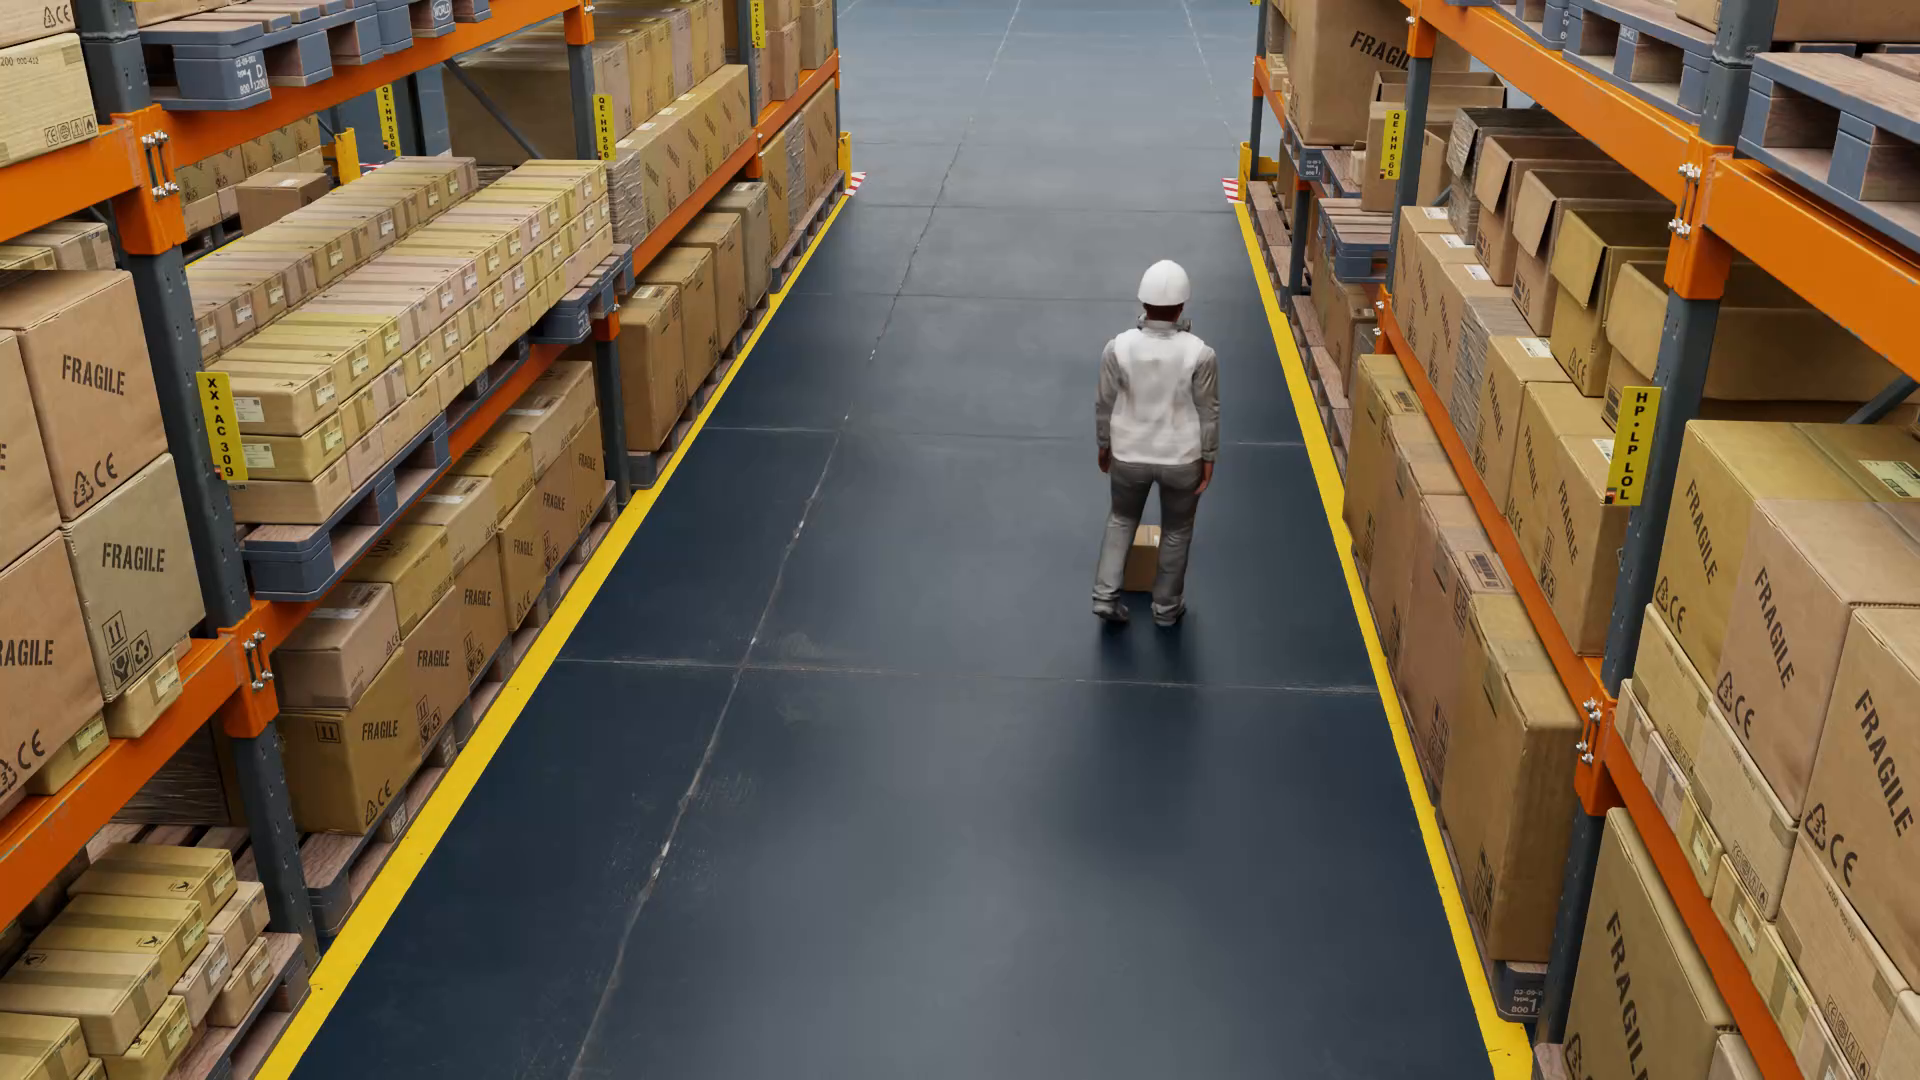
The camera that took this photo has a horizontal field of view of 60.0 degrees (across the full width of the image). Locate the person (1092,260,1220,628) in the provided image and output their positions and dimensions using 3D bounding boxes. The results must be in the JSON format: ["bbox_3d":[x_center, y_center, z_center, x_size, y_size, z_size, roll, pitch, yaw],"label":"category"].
[{"bbox_3d":[0.894,-0.417,7.509,0.560,1.759,0.485,6,25,14],"label":"person"}]
